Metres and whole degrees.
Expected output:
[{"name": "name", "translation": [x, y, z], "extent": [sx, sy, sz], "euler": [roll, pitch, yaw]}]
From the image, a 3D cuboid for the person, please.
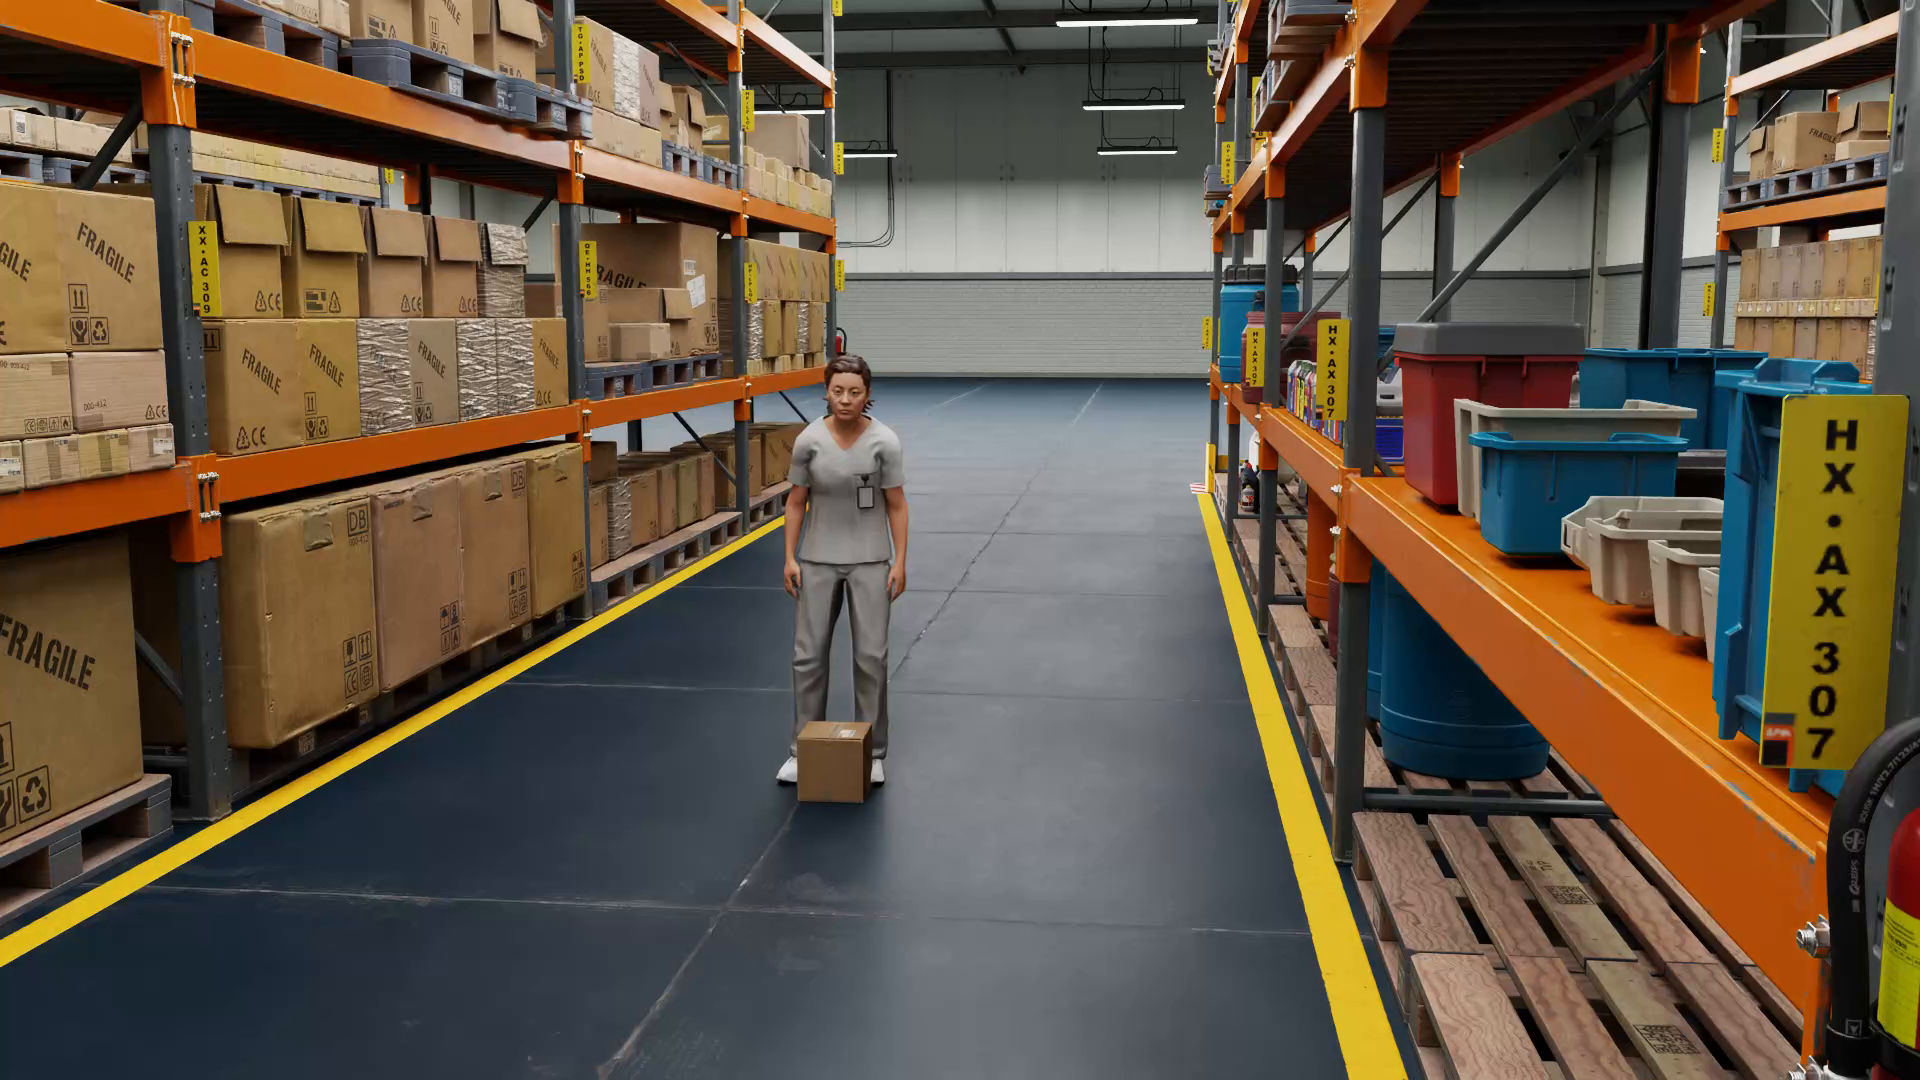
[{"name": "person", "translation": [-0.456, 0.109, 6.501], "extent": [0.510, 1.671, 0.362], "euler": [0, 8, 3]}]
